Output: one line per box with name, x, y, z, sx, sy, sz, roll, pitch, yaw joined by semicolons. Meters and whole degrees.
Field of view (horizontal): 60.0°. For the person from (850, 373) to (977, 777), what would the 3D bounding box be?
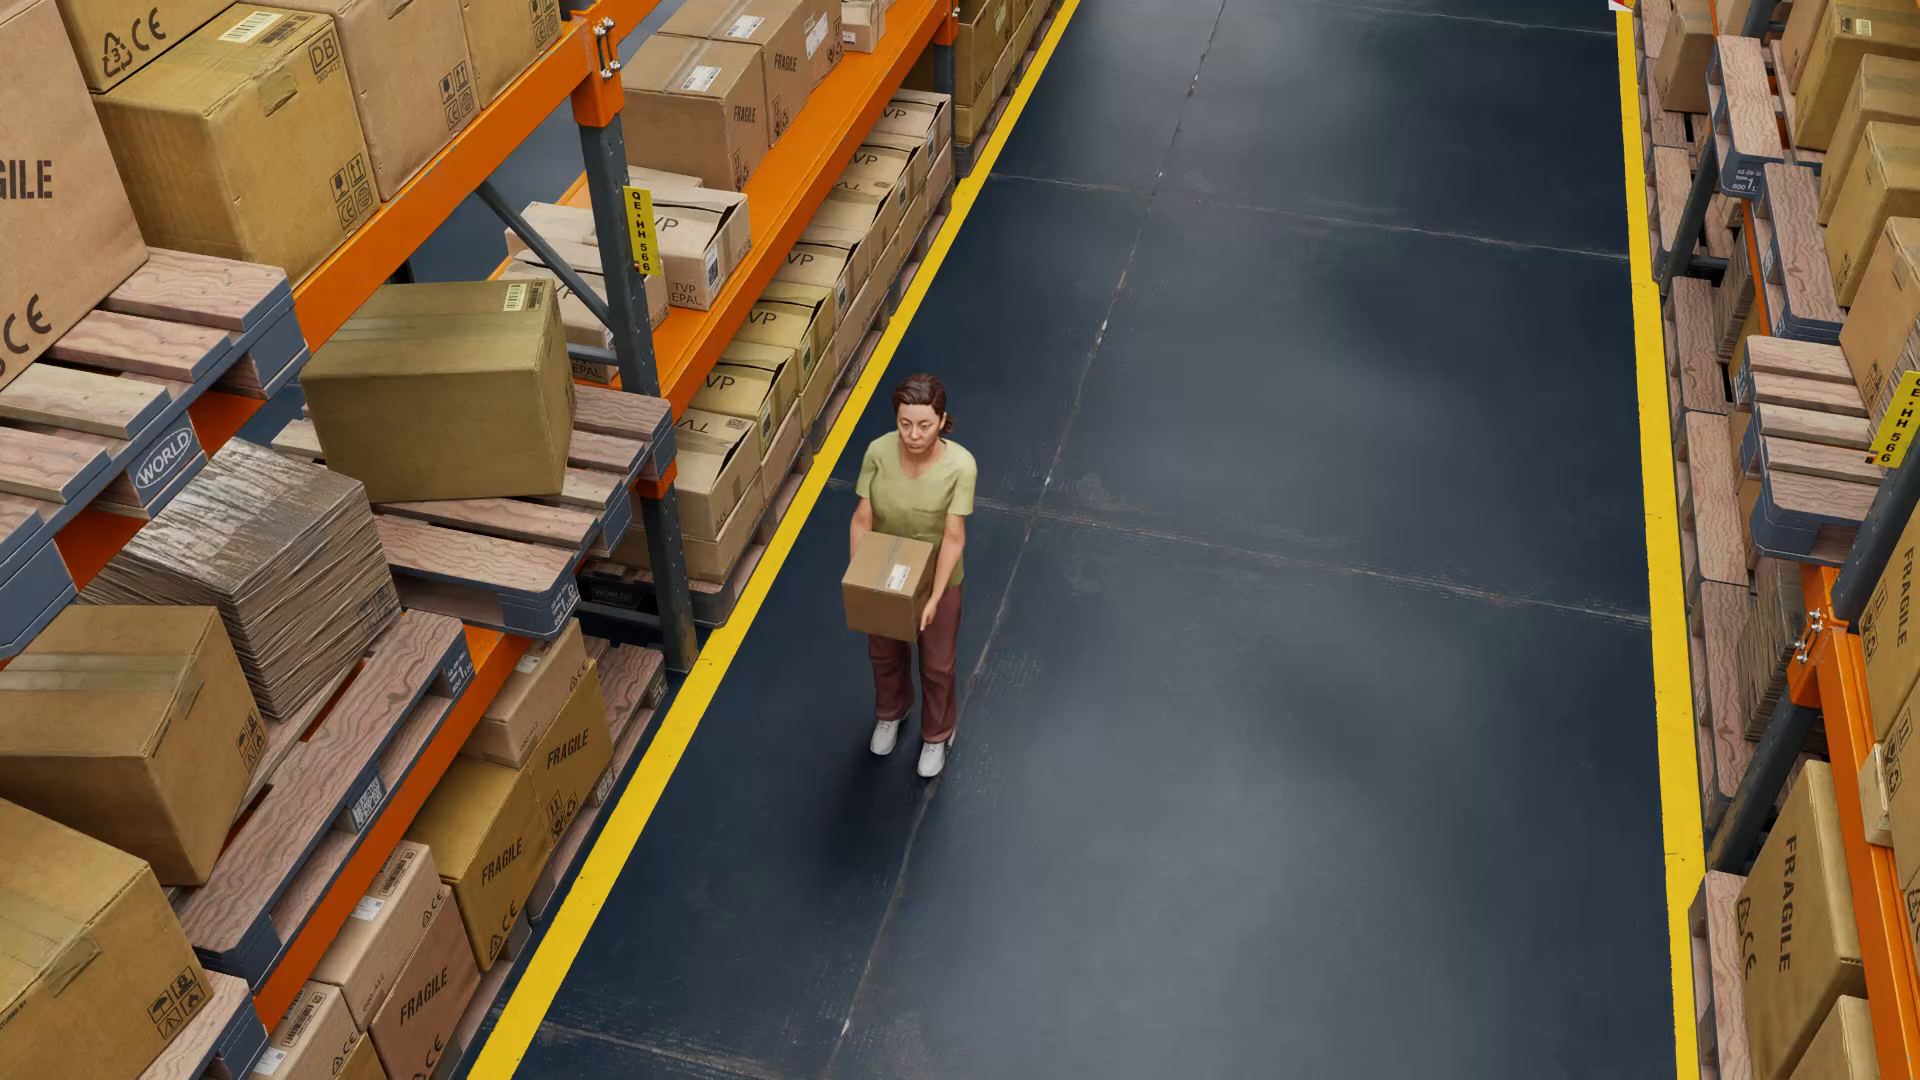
person;-0.177;0.172;5.972;0.426;1.667;0.544;11;42;13
